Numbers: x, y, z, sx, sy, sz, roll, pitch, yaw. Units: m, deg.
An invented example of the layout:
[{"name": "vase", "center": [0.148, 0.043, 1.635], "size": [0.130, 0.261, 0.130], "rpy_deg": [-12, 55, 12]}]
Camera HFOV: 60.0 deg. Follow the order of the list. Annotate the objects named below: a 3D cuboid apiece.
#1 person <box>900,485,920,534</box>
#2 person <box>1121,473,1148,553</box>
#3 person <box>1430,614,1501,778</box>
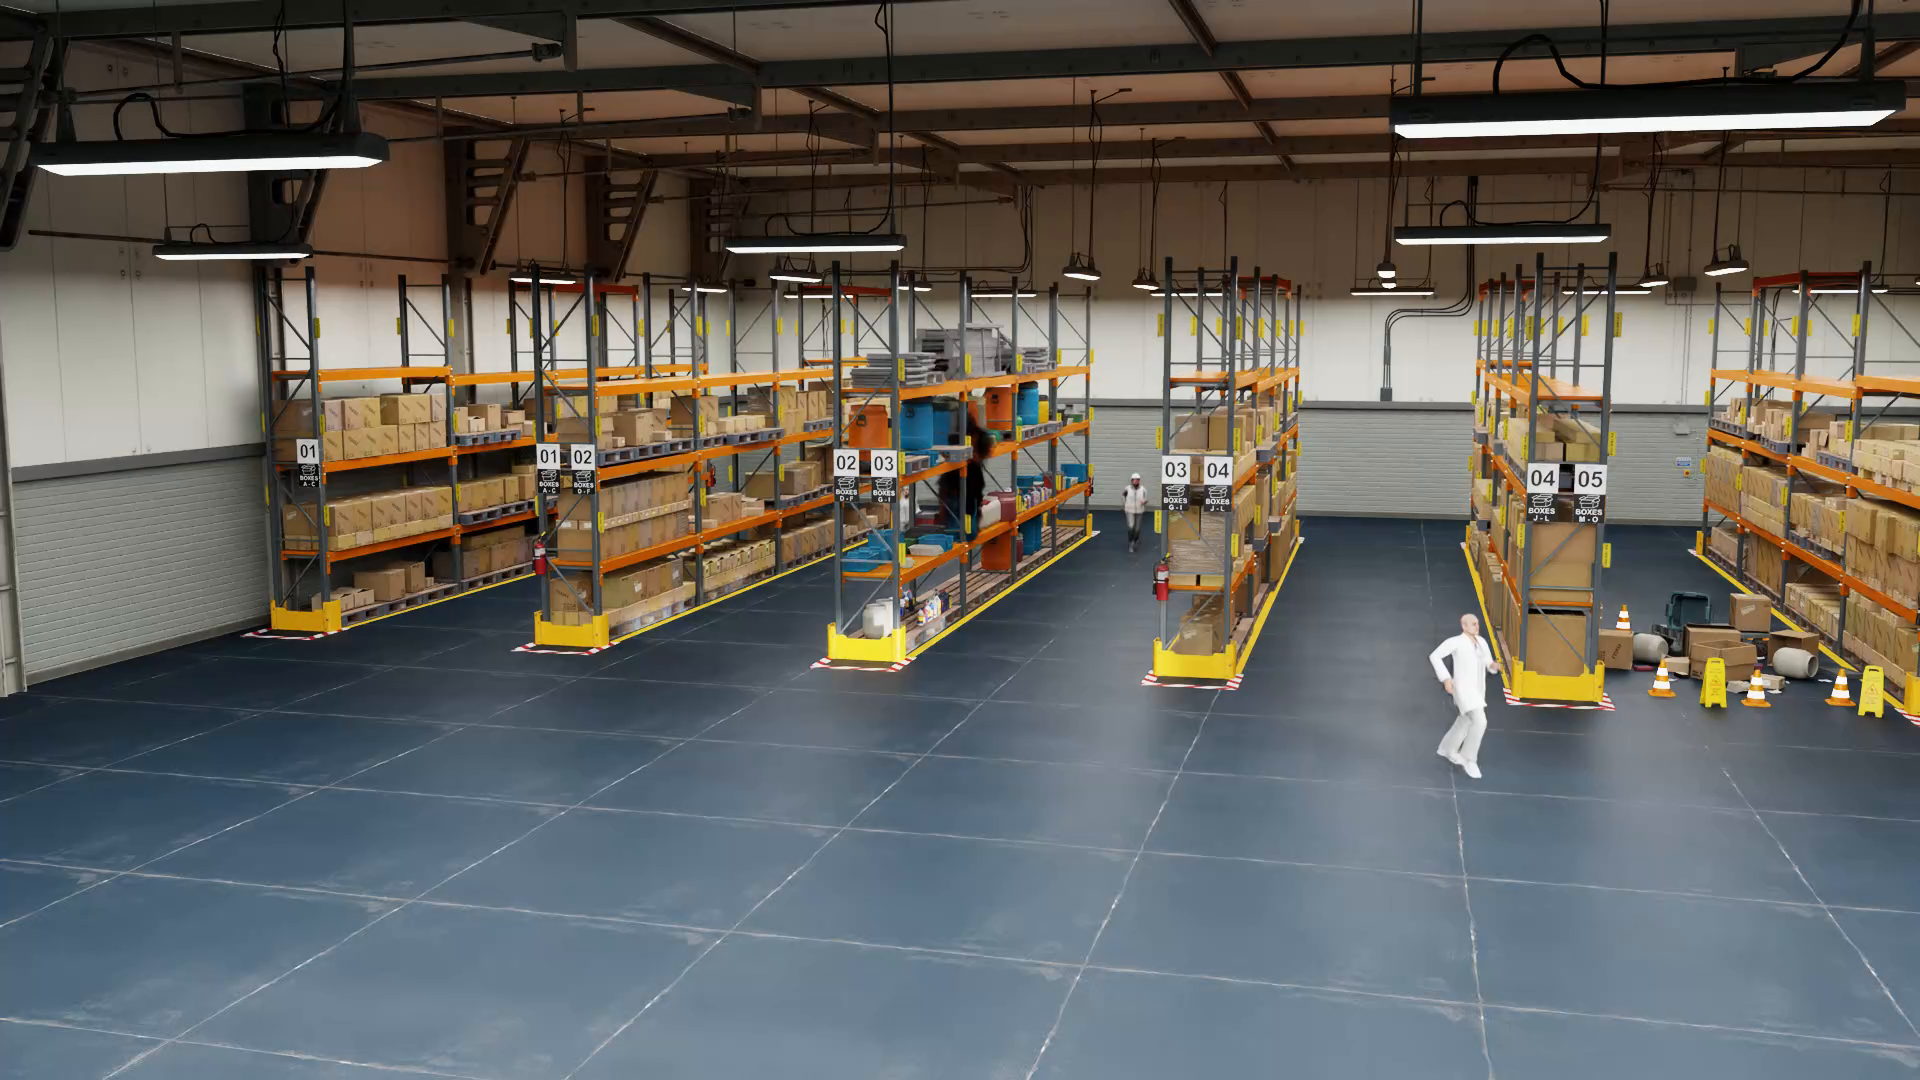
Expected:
[{"name": "person", "center": [-1.171, -0.394, 36.218], "size": [0.616, 1.655, 0.554], "rpy_deg": [0, 7, 2]}, {"name": "person", "center": [3.950, -0.611, 37.530], "size": [0.582, 1.815, 0.855], "rpy_deg": [0, 7, -3]}, {"name": "person", "center": [5.747, 1.750, 18.818], "size": [0.674, 1.839, 0.823], "rpy_deg": [-6, 9, -39]}]
